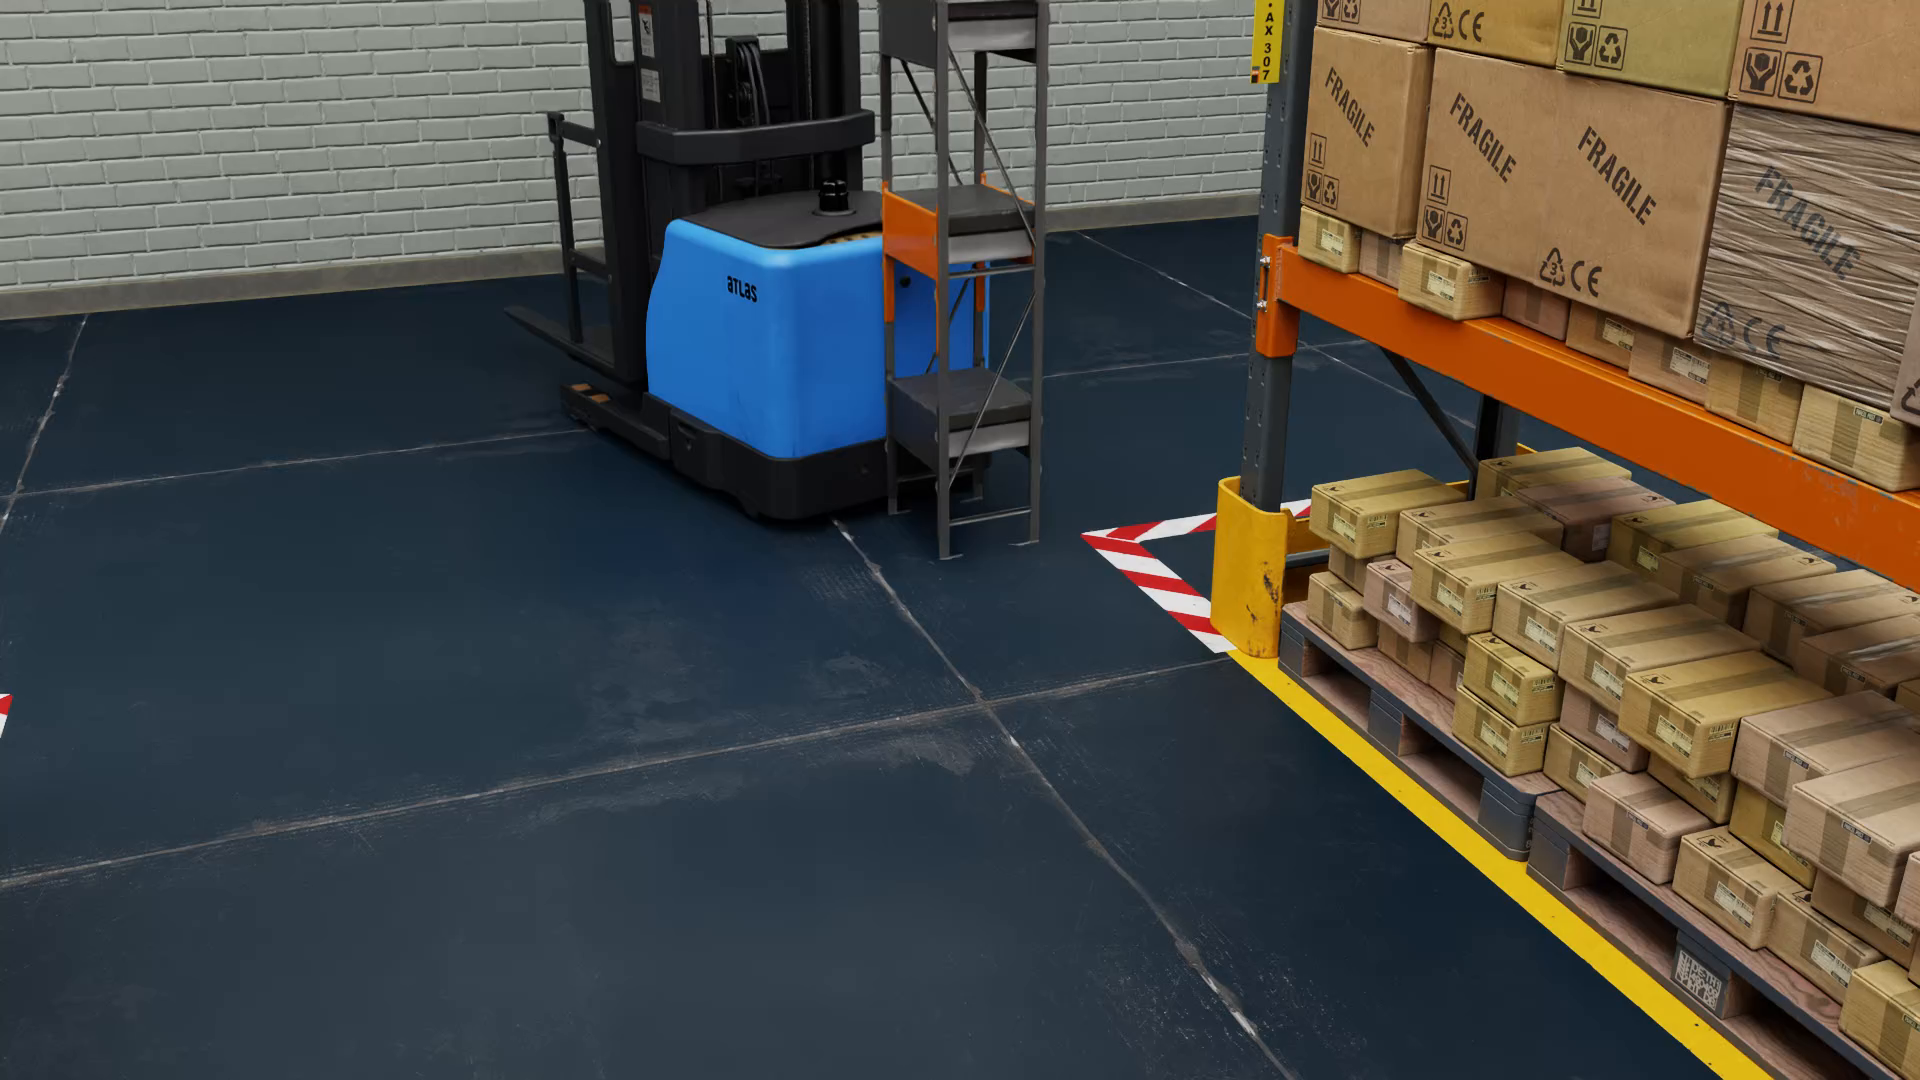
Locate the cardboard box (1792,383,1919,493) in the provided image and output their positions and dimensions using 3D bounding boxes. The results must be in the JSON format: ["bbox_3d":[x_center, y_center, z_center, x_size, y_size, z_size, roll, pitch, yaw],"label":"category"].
[{"bbox_3d":[1.875,-0.223,3.242,0.380,0.149,0.250,-8,24,-18],"label":"cardboard box"}]

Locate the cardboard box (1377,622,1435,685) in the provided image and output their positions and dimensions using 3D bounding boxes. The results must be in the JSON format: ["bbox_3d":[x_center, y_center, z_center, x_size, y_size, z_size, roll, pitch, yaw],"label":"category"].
[{"bbox_3d":[1.456,0.276,4.864,0.380,0.149,0.250,-8,24,-19],"label":"cardboard box"}]

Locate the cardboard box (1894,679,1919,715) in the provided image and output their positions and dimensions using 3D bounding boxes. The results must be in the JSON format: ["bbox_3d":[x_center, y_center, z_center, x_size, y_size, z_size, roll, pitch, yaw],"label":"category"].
[{"bbox_3d":[2.358,0.412,3.775,0.380,0.149,0.250,-8,24,-19],"label":"cardboard box"}]

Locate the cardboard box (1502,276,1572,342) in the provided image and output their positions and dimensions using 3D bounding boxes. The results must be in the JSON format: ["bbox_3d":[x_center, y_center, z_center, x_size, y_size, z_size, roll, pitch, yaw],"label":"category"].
[{"bbox_3d":[1.603,-0.617,4.175,0.380,0.149,0.250,-7,24,-17],"label":"cardboard box"}]

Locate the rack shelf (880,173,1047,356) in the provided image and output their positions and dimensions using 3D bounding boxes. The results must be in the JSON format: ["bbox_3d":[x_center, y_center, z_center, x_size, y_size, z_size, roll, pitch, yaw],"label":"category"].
[{"bbox_3d":[0.007,-0.994,5.941,0.431,0.518,0.480,-10,25,-23],"label":"rack shelf"}]

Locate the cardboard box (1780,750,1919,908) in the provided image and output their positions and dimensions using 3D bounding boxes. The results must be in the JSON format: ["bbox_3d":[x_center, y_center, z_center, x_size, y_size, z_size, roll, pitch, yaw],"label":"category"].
[{"bbox_3d":[1.916,0.579,3.377,0.380,0.149,0.250,-9,25,-21],"label":"cardboard box"}]

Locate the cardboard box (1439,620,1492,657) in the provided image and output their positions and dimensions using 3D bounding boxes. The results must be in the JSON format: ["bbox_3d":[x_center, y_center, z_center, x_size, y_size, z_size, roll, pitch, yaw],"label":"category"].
[{"bbox_3d":[1.559,0.230,4.589,0.380,0.149,0.250,-8,24,-18],"label":"cardboard box"}]

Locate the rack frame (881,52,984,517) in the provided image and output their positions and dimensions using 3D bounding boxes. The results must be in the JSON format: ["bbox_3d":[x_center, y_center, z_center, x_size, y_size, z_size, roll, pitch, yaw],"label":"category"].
[{"bbox_3d":[-0.096,-1.093,6.139,0.400,2.100,0.015,-10,25,-23],"label":"rack frame"}]

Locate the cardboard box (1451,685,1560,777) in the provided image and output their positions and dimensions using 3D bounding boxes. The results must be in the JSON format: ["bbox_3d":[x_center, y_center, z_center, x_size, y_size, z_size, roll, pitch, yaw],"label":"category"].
[{"bbox_3d":[1.538,0.473,4.396,0.380,0.149,0.250,-8,24,-18],"label":"cardboard box"}]

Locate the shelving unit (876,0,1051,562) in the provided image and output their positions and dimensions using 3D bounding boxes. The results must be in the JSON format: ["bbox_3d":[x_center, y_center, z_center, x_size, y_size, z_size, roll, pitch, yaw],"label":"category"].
[{"bbox_3d":[0.007,-1.007,5.936,0.431,2.100,0.503,-10,25,-23],"label":"shelving unit"}]

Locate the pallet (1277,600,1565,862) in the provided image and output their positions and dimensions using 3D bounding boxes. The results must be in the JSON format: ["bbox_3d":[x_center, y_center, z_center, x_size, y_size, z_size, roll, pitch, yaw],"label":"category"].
[{"bbox_3d":[1.682,0.450,4.911,1.003,0.211,1.213,-8,24,-19],"label":"pallet"}]

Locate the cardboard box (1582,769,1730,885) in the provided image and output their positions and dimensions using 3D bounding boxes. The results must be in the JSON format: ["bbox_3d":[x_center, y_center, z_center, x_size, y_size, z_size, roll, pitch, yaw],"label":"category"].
[{"bbox_3d":[1.724,0.655,3.964,0.380,0.149,0.250,-10,25,-22],"label":"cardboard box"}]

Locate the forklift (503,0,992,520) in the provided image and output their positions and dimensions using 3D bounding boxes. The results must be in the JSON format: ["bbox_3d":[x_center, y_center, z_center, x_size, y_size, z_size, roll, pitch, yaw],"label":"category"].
[{"bbox_3d":[-1.155,-1.935,7.068,1.130,2.935,3.031,-16,28,-34],"label":"forklift"}]

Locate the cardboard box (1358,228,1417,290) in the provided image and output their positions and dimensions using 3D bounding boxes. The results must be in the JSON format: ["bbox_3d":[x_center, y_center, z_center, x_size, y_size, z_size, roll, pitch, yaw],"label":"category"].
[{"bbox_3d":[1.338,-0.798,4.604,0.380,0.149,0.250,-7,24,-17],"label":"cardboard box"}]

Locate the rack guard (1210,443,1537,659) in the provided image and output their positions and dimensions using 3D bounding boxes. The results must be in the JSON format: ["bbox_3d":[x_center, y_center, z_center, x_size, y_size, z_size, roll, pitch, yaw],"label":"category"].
[{"bbox_3d":[1.428,0.017,5.567,1.175,0.500,0.348,-8,24,-19],"label":"rack guard"}]

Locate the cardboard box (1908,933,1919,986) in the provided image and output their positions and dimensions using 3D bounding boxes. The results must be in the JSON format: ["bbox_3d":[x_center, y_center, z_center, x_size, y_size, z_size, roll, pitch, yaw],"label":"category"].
[{"bbox_3d":[2.082,0.817,3.197,0.380,0.149,0.250,-8,24,-18],"label":"cardboard box"}]

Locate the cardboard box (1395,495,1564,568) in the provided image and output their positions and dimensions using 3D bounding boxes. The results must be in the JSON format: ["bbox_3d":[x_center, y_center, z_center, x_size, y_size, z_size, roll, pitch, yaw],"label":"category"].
[{"bbox_3d":[1.479,0.004,4.743,0.380,0.149,0.250,-8,24,-18],"label":"cardboard box"}]

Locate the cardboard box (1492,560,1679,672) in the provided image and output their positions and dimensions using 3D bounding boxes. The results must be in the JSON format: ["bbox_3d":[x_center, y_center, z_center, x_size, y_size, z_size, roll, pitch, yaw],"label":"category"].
[{"bbox_3d":[1.613,0.192,4.297,0.380,0.149,0.250,-10,25,-22],"label":"cardboard box"}]

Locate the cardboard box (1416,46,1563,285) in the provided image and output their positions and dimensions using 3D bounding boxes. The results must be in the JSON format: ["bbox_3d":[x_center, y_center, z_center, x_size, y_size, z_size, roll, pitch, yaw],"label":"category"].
[{"bbox_3d":[1.514,-0.954,4.139,0.500,0.500,0.500,-8,24,-19],"label":"cardboard box"}]

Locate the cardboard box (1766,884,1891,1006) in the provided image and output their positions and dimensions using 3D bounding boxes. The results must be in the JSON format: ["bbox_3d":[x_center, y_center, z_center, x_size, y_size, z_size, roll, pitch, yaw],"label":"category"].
[{"bbox_3d":[1.962,0.835,3.537,0.380,0.149,0.250,-8,24,-18],"label":"cardboard box"}]

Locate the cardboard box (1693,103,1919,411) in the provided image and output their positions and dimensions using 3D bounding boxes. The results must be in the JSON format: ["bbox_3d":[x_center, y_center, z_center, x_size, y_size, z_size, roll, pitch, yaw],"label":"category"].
[{"bbox_3d":[1.861,-0.590,3.276,0.500,0.500,0.500,-9,24,-20],"label":"cardboard box"}]

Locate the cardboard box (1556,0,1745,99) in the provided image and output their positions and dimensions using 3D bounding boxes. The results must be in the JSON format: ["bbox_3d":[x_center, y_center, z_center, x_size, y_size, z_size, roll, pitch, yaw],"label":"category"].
[{"bbox_3d":[1.659,-1.233,3.513,0.500,0.500,0.500,-9,24,-20],"label":"cardboard box"}]

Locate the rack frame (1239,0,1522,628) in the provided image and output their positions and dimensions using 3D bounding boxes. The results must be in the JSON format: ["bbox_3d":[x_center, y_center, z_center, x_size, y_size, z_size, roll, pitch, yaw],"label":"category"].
[{"bbox_3d":[1.401,-1.163,5.147,1.000,3.000,0.127,-8,24,-19],"label":"rack frame"}]

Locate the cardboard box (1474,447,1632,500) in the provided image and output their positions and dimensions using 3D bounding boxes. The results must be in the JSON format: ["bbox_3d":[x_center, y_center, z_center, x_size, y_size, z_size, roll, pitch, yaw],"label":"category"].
[{"bbox_3d":[1.825,-0.159,5.129,0.380,0.149,0.250,-8,24,-18],"label":"cardboard box"}]

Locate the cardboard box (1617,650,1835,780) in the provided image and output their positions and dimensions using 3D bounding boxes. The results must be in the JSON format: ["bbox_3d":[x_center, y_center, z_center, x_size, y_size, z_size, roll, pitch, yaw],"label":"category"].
[{"bbox_3d":[1.752,0.396,3.813,0.380,0.149,0.250,-8,24,-18],"label":"cardboard box"}]

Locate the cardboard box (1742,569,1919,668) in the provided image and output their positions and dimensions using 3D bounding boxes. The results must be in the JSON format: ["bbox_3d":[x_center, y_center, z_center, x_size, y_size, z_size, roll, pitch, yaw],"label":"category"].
[{"bbox_3d":[2.250,0.209,4.255,0.380,0.149,0.250,-7,24,-17],"label":"cardboard box"}]

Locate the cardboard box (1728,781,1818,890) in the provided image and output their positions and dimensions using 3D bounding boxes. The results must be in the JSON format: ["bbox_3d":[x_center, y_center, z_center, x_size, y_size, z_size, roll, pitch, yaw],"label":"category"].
[{"bbox_3d":[1.952,0.614,3.678,0.380,0.149,0.250,-7,24,-16],"label":"cardboard box"}]

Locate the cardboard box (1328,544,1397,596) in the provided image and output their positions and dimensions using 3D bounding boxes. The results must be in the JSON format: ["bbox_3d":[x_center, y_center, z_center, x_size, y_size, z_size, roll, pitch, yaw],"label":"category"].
[{"bbox_3d":[1.346,0.046,5.026,0.380,0.149,0.250,-7,24,-17],"label":"cardboard box"}]

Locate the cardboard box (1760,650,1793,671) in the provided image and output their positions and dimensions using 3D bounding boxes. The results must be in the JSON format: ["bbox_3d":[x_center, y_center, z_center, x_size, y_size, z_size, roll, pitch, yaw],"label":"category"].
[{"bbox_3d":[2.235,0.348,4.309,0.380,0.149,0.250,-8,24,-18],"label":"cardboard box"}]

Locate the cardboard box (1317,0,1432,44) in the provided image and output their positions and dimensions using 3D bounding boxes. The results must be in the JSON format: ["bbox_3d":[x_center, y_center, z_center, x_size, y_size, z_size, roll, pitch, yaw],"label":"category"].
[{"bbox_3d":[1.312,-1.607,4.402,0.500,0.500,0.500,-8,24,-19],"label":"cardboard box"}]

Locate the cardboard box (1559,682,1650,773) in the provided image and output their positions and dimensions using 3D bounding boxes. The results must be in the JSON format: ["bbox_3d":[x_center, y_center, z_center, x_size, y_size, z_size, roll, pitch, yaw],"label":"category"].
[{"bbox_3d":[1.731,0.421,4.135,0.380,0.149,0.250,-10,25,-22],"label":"cardboard box"}]

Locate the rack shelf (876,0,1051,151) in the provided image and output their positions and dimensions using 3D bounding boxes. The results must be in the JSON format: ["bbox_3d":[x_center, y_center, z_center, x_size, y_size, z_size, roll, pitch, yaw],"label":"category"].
[{"bbox_3d":[0.007,-1.639,5.669,0.431,0.518,0.480,-10,25,-23],"label":"rack shelf"}]

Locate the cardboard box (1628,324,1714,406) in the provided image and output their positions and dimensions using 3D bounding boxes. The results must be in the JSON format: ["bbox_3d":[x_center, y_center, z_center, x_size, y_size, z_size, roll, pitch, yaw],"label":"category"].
[{"bbox_3d":[1.736,-0.422,3.712,0.380,0.149,0.250,-9,24,-20],"label":"cardboard box"}]

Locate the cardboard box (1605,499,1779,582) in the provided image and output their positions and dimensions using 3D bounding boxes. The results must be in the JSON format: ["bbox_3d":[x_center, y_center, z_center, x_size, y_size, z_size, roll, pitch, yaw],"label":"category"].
[{"bbox_3d":[2.071,0.017,4.712,0.380,0.149,0.250,-9,24,-20],"label":"cardboard box"}]
